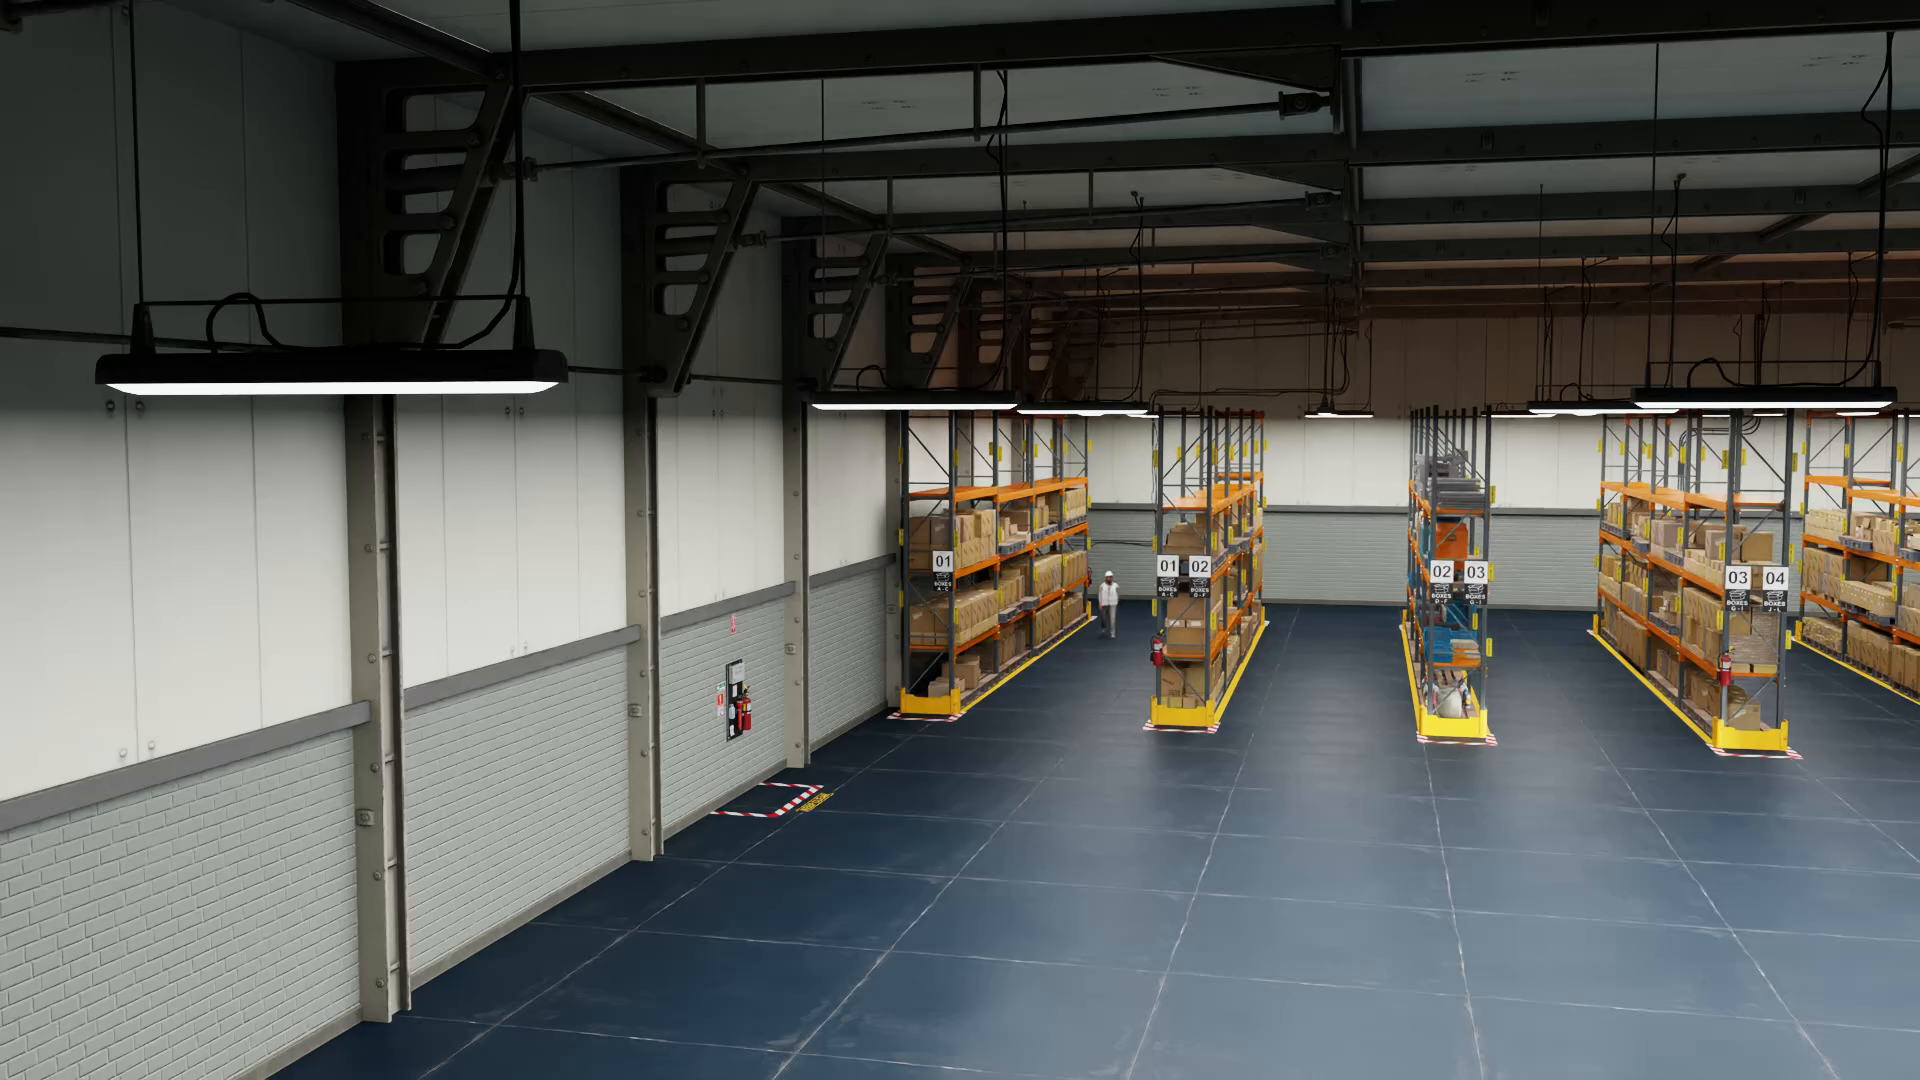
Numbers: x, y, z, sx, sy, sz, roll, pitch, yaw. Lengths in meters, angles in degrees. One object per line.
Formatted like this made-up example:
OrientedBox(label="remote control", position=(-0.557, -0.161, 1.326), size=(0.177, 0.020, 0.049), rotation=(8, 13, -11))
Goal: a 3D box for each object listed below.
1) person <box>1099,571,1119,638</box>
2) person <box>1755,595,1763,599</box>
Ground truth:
OrientedBox(label="person", position=(3.936, 1.695, 43.917), size=(0.541, 1.734, 1.017), rotation=(0, 4, 4))
OrientedBox(label="person", position=(22.410, 1.514, 46.696), size=(0.595, 1.659, 1.005), rotation=(2, 5, 31))
